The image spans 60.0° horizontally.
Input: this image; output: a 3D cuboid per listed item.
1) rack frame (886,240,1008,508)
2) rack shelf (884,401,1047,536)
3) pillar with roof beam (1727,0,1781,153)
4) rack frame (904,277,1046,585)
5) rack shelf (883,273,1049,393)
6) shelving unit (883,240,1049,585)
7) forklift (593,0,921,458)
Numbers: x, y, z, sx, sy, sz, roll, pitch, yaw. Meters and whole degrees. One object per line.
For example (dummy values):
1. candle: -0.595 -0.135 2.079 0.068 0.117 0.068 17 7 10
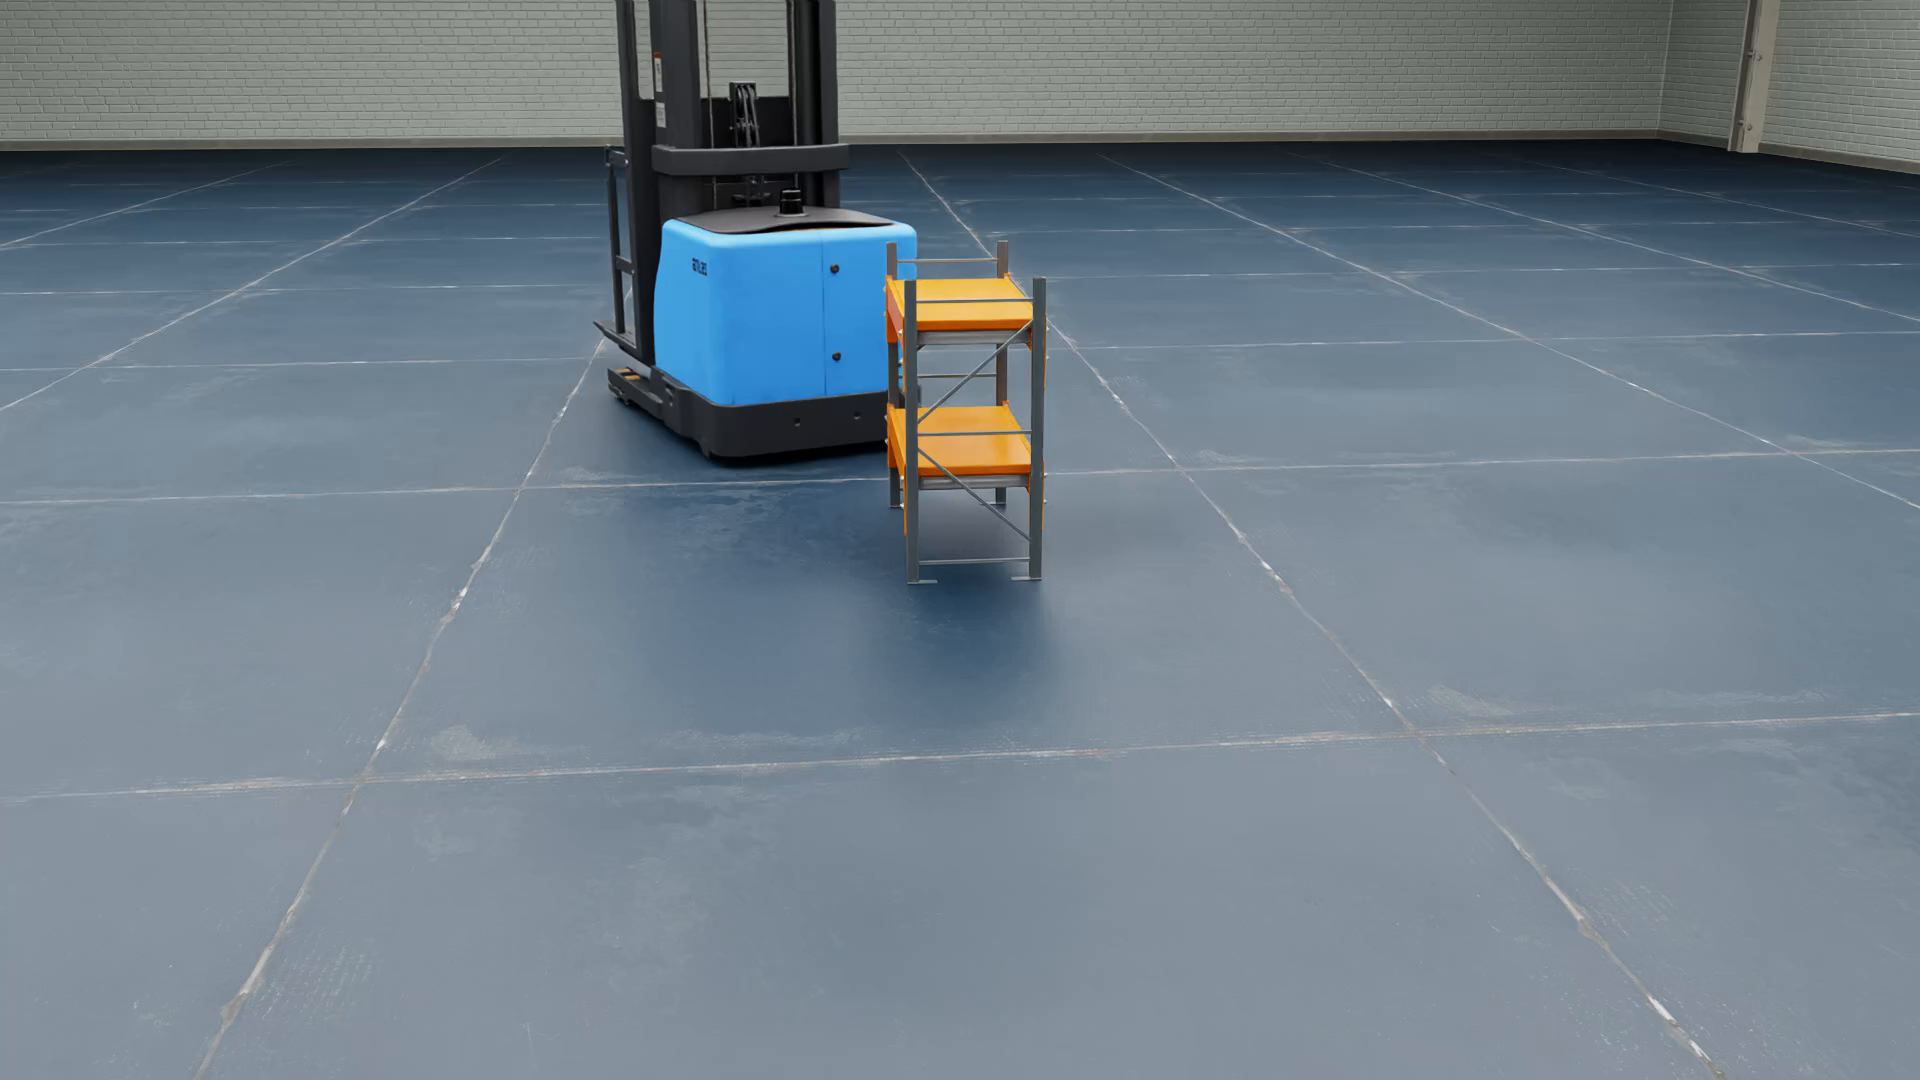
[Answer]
1. rack frame: -0.052 -0.686 6.985 0.500 1.125 0.032 -2 18 -6
2. rack shelf: 0.001 -0.301 6.575 0.538 0.278 1.000 -2 18 -6
3. pillar with roof beam: 8.005 -10.253 24.312 9.100 9.000 0.400 -2 18 -6
4. rack frame: 0.053 -0.383 6.020 0.500 1.125 0.032 -2 18 -6
5. rack shelf: 0.001 -0.814 6.414 0.538 0.278 1.000 -2 18 -6
6. shelving unit: 0.001 -0.535 6.502 0.538 1.125 1.048 -2 18 -6
7. forklift: -1.288 -2.176 8.714 1.130 2.935 3.031 -8 19 -25
